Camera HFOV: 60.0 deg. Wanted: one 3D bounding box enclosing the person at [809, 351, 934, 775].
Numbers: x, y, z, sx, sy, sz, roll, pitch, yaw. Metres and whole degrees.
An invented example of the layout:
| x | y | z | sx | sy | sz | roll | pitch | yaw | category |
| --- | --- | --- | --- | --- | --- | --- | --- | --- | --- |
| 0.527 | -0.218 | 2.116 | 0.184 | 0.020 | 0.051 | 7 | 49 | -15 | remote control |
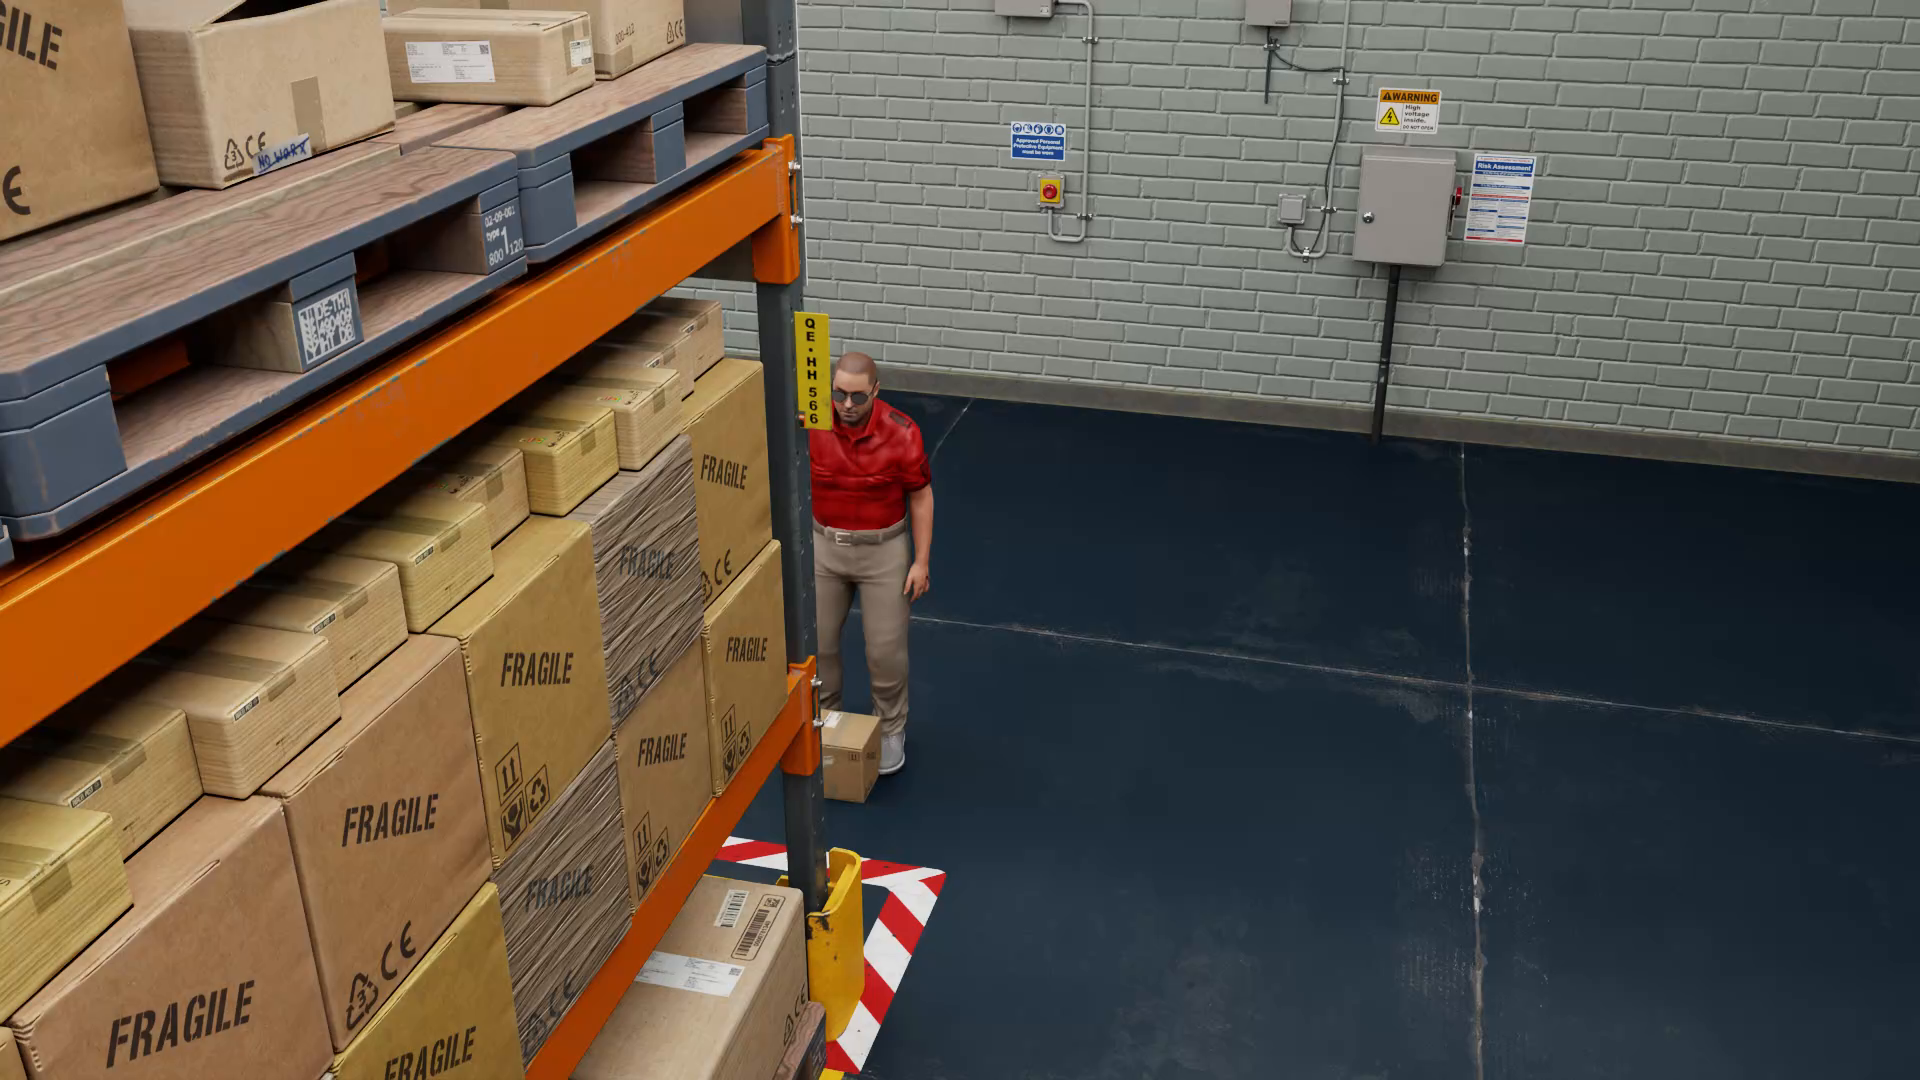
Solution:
| x | y | z | sx | sy | sz | roll | pitch | yaw | category |
| --- | --- | --- | --- | --- | --- | --- | --- | --- | --- |
| -0.404 | 0.076 | 6.464 | 0.599 | 1.726 | 0.393 | 5 | 26 | 10 | person |
